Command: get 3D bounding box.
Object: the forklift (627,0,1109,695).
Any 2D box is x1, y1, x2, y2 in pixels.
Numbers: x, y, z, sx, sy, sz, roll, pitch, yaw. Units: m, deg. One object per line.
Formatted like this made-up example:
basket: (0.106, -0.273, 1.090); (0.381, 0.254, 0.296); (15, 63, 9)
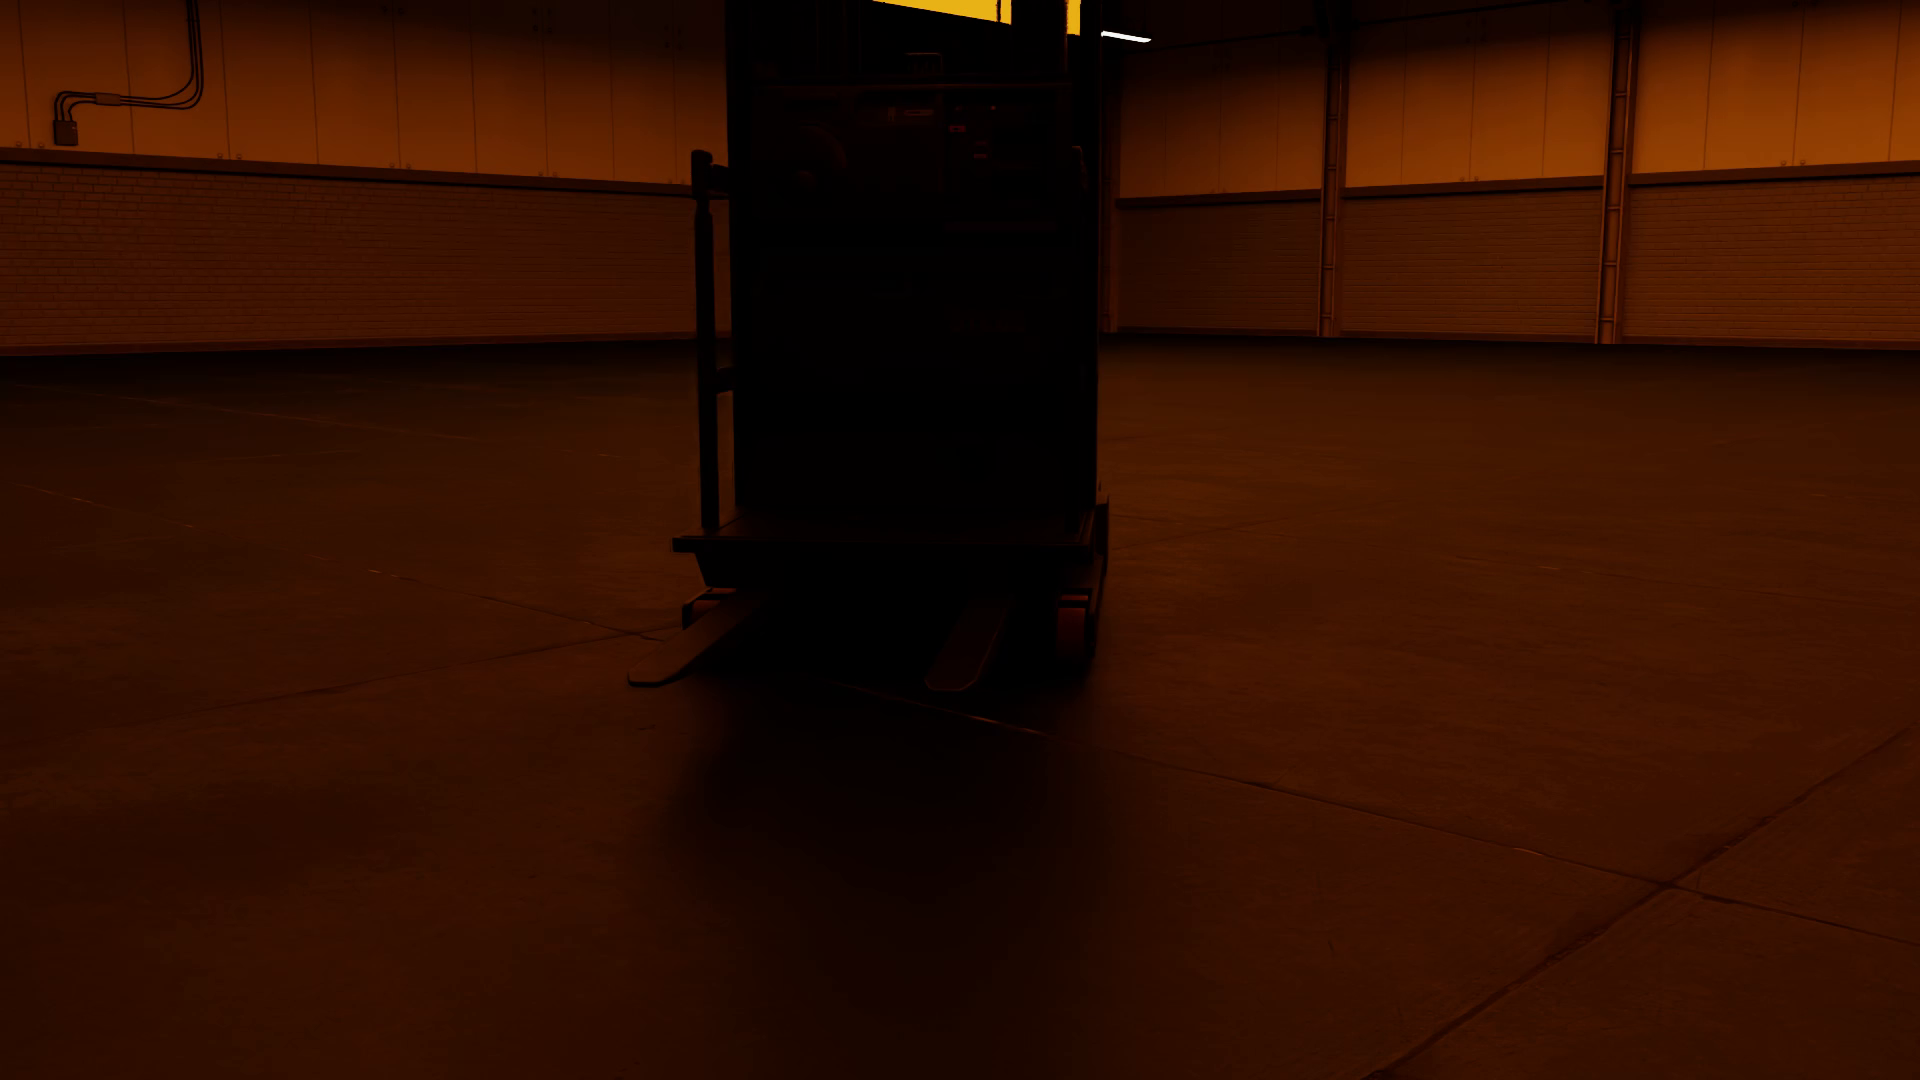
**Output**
forklift: (-0.163, -1.161, 4.587); (1.130, 2.935, 3.031); (1, 9, 6)
